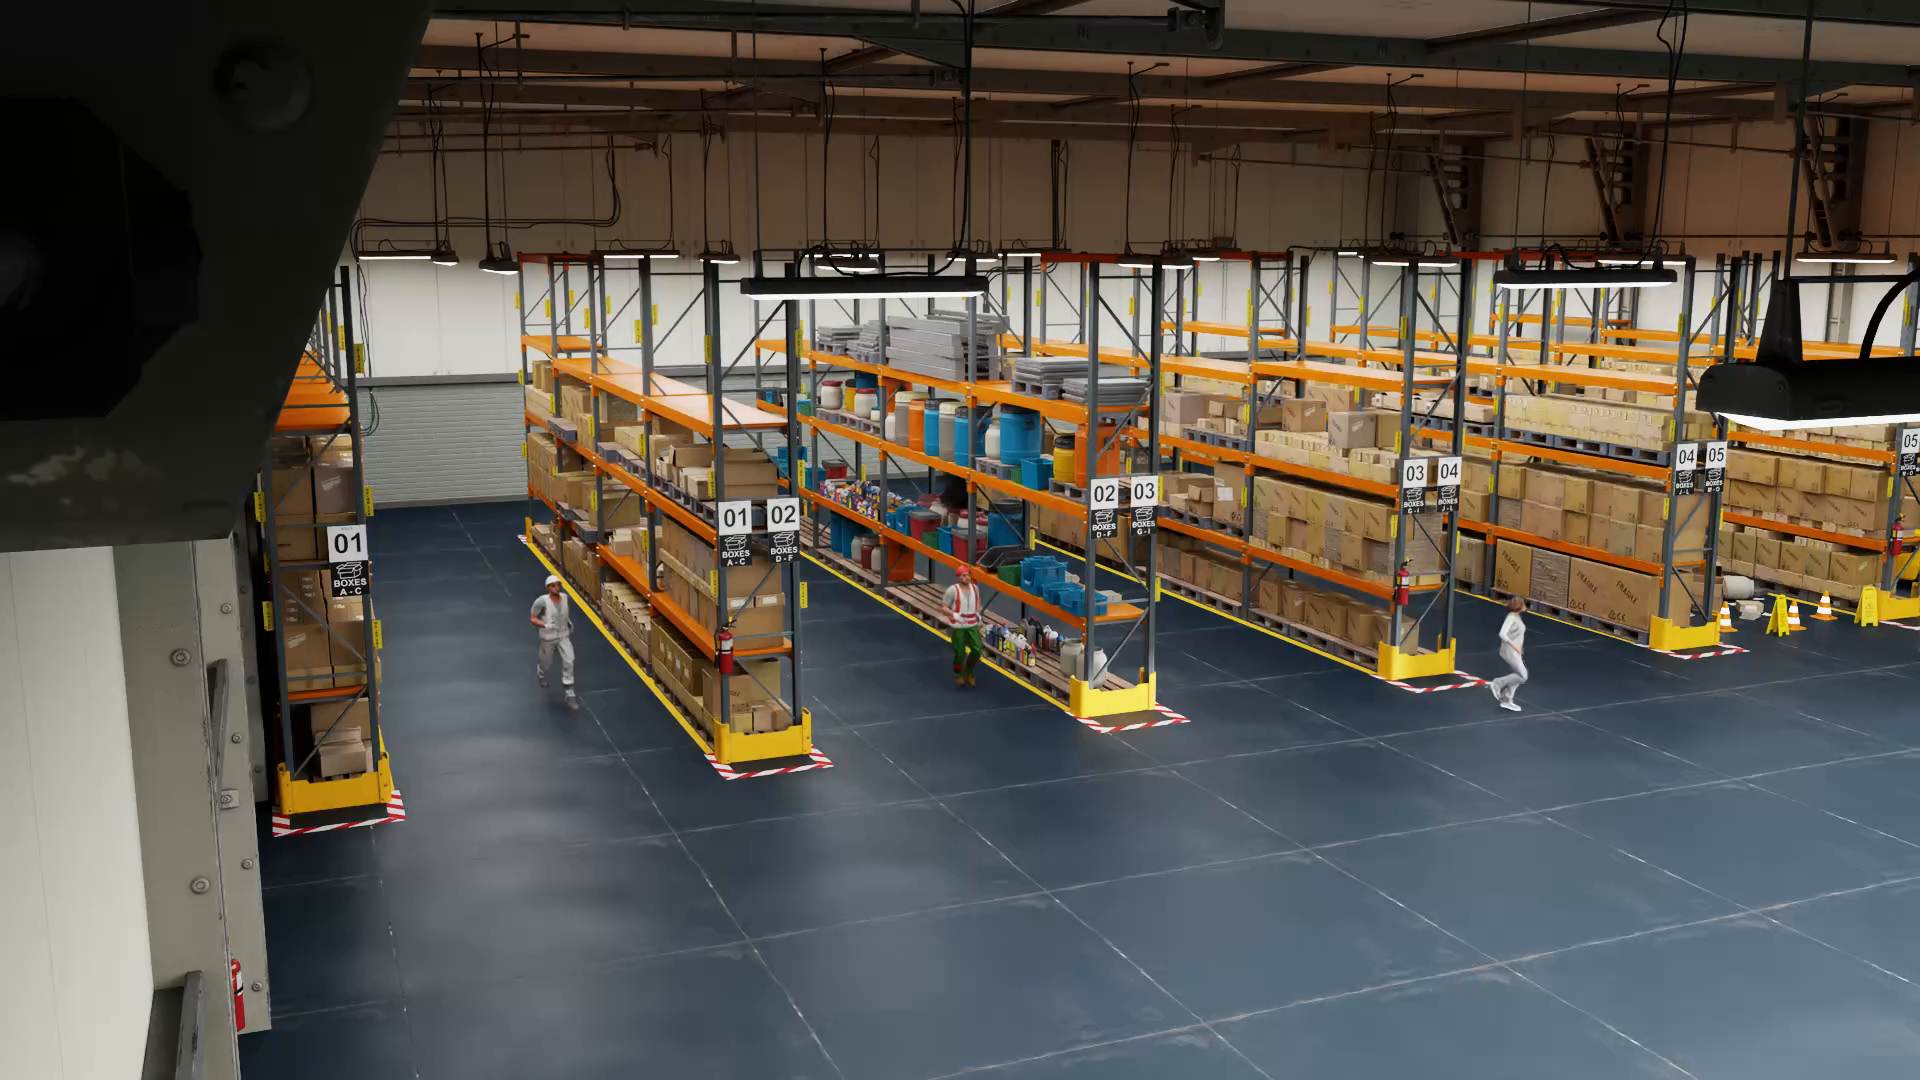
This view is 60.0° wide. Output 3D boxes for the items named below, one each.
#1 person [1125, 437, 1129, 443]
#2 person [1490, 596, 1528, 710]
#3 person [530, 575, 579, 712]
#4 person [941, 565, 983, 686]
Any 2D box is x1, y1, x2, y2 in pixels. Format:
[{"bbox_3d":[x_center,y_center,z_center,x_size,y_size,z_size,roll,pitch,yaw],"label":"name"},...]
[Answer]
[{"bbox_3d":[3.905,-1.602,39.062,0.655,1.666,0.807,-2,11,-9],"label":"person"},{"bbox_3d":[7.460,1.529,22.439,0.456,1.567,0.572,5,12,28],"label":"person"},{"bbox_3d":[-5.565,1.356,22.693,0.621,1.801,1.143,-6,12,-30],"label":"person"},{"bbox_3d":[0.065,1.224,23.432,0.648,1.759,0.640,-4,11,-21],"label":"person"}]
